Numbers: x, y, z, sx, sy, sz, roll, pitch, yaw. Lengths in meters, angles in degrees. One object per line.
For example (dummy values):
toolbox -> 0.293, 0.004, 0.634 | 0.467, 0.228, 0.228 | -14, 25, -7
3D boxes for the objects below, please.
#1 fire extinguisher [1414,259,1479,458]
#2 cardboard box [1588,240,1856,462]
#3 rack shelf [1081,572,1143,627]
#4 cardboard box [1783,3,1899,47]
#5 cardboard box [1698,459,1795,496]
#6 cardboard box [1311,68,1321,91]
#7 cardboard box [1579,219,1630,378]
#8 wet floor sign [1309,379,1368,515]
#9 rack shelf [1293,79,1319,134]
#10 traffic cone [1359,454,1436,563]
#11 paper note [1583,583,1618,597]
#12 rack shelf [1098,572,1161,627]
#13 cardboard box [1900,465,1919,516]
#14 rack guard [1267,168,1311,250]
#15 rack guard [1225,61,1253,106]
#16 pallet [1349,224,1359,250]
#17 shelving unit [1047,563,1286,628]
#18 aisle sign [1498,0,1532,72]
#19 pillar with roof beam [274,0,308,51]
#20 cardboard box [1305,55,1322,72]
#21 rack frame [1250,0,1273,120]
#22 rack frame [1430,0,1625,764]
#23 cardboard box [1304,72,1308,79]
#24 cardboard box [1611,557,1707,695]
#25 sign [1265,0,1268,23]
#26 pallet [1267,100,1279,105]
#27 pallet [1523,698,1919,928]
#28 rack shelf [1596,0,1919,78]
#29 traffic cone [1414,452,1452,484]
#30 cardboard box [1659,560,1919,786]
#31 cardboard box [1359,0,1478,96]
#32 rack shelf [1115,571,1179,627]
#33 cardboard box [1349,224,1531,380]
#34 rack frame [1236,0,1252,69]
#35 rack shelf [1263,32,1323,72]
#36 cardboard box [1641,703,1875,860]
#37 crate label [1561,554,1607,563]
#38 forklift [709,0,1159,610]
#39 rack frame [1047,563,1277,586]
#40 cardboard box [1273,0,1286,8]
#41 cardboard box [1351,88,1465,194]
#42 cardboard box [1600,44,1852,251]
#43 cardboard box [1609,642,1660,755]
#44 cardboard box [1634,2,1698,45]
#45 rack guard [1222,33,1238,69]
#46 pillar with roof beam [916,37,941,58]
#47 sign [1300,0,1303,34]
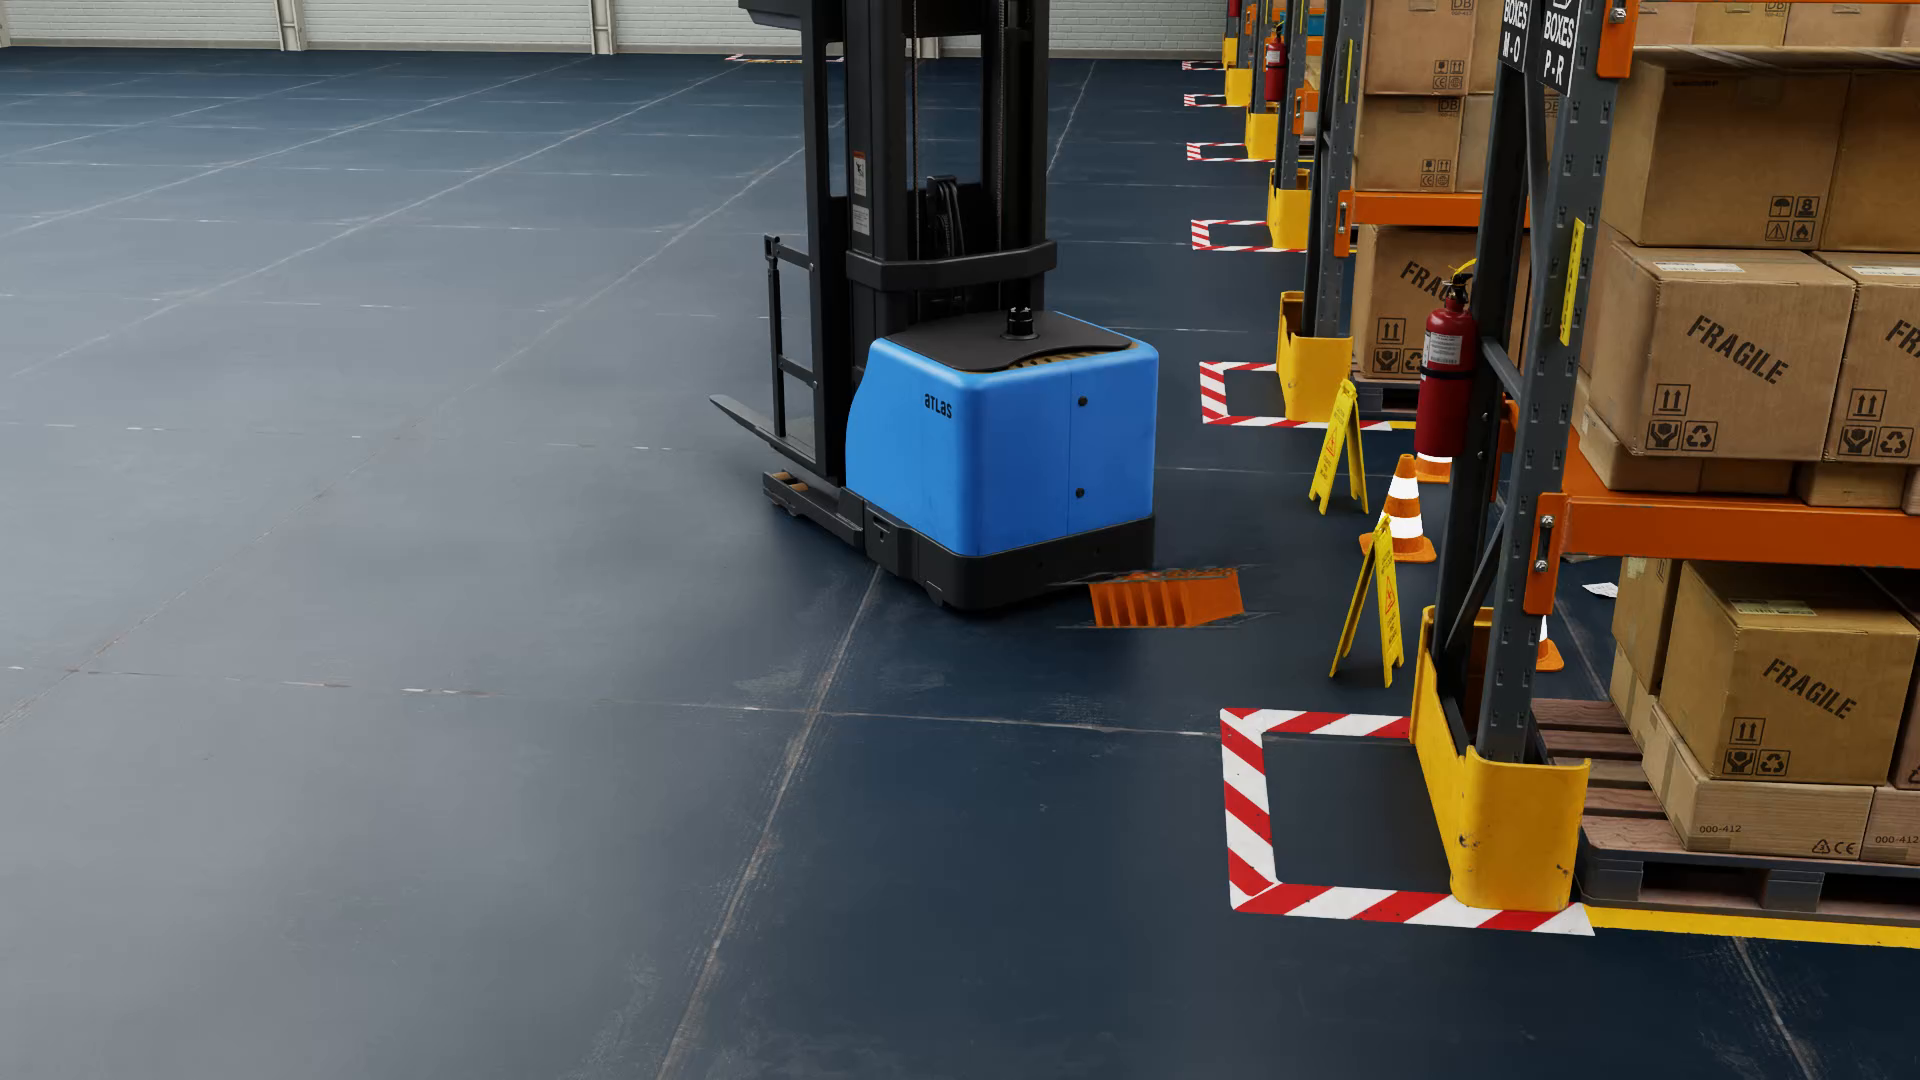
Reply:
fire extinguisher -> 1.627, -0.617, 5.526 | 0.183, 0.674, 0.296 | 2, 22, 6
cardboard box -> 2.124, -0.543, 4.693 | 0.500, 0.500, 0.500 | 2, 22, 5
rack shelf -> 0.638, 0.241, 6.764 | 0.258, 0.180, 0.103 | -13, 3, -29
cardboard box -> 4.698, -2.774, 9.203 | 0.550, 0.550, 0.875 | 2, 22, 6
cardboard box -> 2.252, -0.267, 4.877 | 0.250, 0.149, 0.380 | 3, 22, 7
cardboard box -> 3.107, -3.882, 14.021 | 0.250, 0.149, 0.380 | 2, 22, 6
cardboard box -> 2.258, -0.742, 5.196 | 0.500, 0.500, 0.500 | 2, 22, 5
wet floor sign -> 1.907, -0.475, 8.264 | 0.232, 0.644, 0.267 | -1, 22, -3
rack shelf -> 4.839, -3.677, 14.139 | 4.000, 0.370, 1.077 | 2, 22, 6
traffic cone -> 2.058, -0.173, 7.747 | 0.334, 0.463, 0.336 | 2, 22, 6
paper note -> 2.859, 0.215, 7.355 | 0.142, 0.019, 0.148 | -5, 22, -12
rack shelf -> 0.696, 0.235, 6.659 | 0.258, 0.180, 0.103 | -13, 3, -29
cardboard box -> 2.752, -0.198, 4.703 | 0.250, 0.149, 0.380 | 3, 22, 7
rack guard -> 2.928, -2.932, 14.677 | 0.348, 0.500, 1.175 | 2, 22, 6
rack guard -> 3.998, -6.553, 23.836 | 0.348, 0.500, 1.175 | 2, 22, 6
pallet -> 3.731, -2.750, 14.609 | 1.213, 0.211, 1.003 | 2, 22, 6
shelving unit -> 0.776, 0.227, 6.516 | 0.258, 0.189, 1.200 | -13, 3, -29
aisle sign -> 1.659, -1.797, 4.871 | 0.004, 0.787, 0.394 | 2, 22, 6
pillar with roof beam -> -12.983, -11.806, 25.563 | 0.400, 9.000, 9.100 | 2, 22, 6
cardboard box -> 5.025, -6.855, 23.347 | 0.500, 0.500, 0.500 | 2, 22, 6
rack frame -> 3.435, -5.906, 18.800 | 0.127, 3.000, 1.000 | 2, 22, 6
rack frame -> 1.686, -0.480, 5.074 | 0.127, 3.000, 1.000 | 2, 22, 6
cardboard box -> 5.025, -6.507, 23.487 | 0.500, 0.250, 0.500 | 2, 22, 6
cardboard box -> 2.513, 0.194, 5.518 | 0.500, 0.500, 0.500 | 3, 22, 7
sign -> 3.366, -5.835, 18.241 | 0.005, 0.325, 0.100 | 2, 22, 6
pallet -> 4.786, -6.400, 23.842 | 1.213, 0.211, 1.003 | 2, 22, 6
pallet -> 2.564, 0.868, 5.457 | 1.213, 0.211, 1.003 | 2, 22, 6
rack shelf -> 3.672, -1.454, 4.436 | 4.000, 0.370, 1.077 | 2, 22, 6
traffic cone -> 2.529, -0.570, 8.753 | 0.334, 0.463, 0.336 | 2, 22, 6
cardboard box -> 2.478, 0.391, 5.019 | 0.500, 0.500, 0.500 | 2, 22, 4
cardboard box -> 2.532, -2.833, 9.354 | 0.550, 0.550, 0.875 | 2, 22, 6
rack shelf -> 0.755, 0.229, 6.554 | 0.258, 0.180, 0.103 | -13, 3, -29
cardboard box -> 2.850, -1.494, 9.957 | 0.875, 0.875, 0.875 | 3, 22, 7
rack frame -> 4.022, -7.715, 23.374 | 0.127, 3.000, 1.000 | 2, 22, 6
rack shelf -> 5.422, -5.485, 18.713 | 4.000, 0.370, 1.077 | 2, 22, 6
cardboard box -> 2.455, 0.739, 5.159 | 0.500, 0.250, 0.500 | 2, 22, 6
crate label -> 2.846, -0.010, 7.778 | 0.298, 0.136, 0.250 | -9, 23, -22
forklift -> -0.333, -1.560, 7.899 | 1.130, 2.935, 3.031 | -13, 25, -29
rack frame -> 0.759, 0.138, 6.511 | 0.240, 0.006, 1.200 | -13, 3, -29
cardboard box -> 4.484, -7.736, 23.293 | 0.500, 0.500, 0.700 | 3, 22, 6
cardboard box -> 2.542, -2.362, 9.630 | 0.550, 0.550, 0.875 | 2, 22, 6
cardboard box -> 2.219, -1.187, 4.963 | 0.500, 0.500, 0.700 | 2, 22, 5
cardboard box -> 2.544, 0.541, 5.660 | 0.500, 0.250, 0.500 | 2, 22, 6
cardboard box -> 3.630, -2.769, 9.192 | 0.550, 0.550, 0.875 | 2, 22, 6
rack guard -> 4.677, -8.358, 28.400 | 0.348, 0.500, 1.175 | 2, 22, 6
pillar with roof beam -> -1.067, -11.287, 24.249 | 0.400, 9.000, 9.100 | 2, 22, 6
sign -> 2.789, -4.303, 13.566 | 0.005, 0.325, 0.100 | 2, 22, 6
